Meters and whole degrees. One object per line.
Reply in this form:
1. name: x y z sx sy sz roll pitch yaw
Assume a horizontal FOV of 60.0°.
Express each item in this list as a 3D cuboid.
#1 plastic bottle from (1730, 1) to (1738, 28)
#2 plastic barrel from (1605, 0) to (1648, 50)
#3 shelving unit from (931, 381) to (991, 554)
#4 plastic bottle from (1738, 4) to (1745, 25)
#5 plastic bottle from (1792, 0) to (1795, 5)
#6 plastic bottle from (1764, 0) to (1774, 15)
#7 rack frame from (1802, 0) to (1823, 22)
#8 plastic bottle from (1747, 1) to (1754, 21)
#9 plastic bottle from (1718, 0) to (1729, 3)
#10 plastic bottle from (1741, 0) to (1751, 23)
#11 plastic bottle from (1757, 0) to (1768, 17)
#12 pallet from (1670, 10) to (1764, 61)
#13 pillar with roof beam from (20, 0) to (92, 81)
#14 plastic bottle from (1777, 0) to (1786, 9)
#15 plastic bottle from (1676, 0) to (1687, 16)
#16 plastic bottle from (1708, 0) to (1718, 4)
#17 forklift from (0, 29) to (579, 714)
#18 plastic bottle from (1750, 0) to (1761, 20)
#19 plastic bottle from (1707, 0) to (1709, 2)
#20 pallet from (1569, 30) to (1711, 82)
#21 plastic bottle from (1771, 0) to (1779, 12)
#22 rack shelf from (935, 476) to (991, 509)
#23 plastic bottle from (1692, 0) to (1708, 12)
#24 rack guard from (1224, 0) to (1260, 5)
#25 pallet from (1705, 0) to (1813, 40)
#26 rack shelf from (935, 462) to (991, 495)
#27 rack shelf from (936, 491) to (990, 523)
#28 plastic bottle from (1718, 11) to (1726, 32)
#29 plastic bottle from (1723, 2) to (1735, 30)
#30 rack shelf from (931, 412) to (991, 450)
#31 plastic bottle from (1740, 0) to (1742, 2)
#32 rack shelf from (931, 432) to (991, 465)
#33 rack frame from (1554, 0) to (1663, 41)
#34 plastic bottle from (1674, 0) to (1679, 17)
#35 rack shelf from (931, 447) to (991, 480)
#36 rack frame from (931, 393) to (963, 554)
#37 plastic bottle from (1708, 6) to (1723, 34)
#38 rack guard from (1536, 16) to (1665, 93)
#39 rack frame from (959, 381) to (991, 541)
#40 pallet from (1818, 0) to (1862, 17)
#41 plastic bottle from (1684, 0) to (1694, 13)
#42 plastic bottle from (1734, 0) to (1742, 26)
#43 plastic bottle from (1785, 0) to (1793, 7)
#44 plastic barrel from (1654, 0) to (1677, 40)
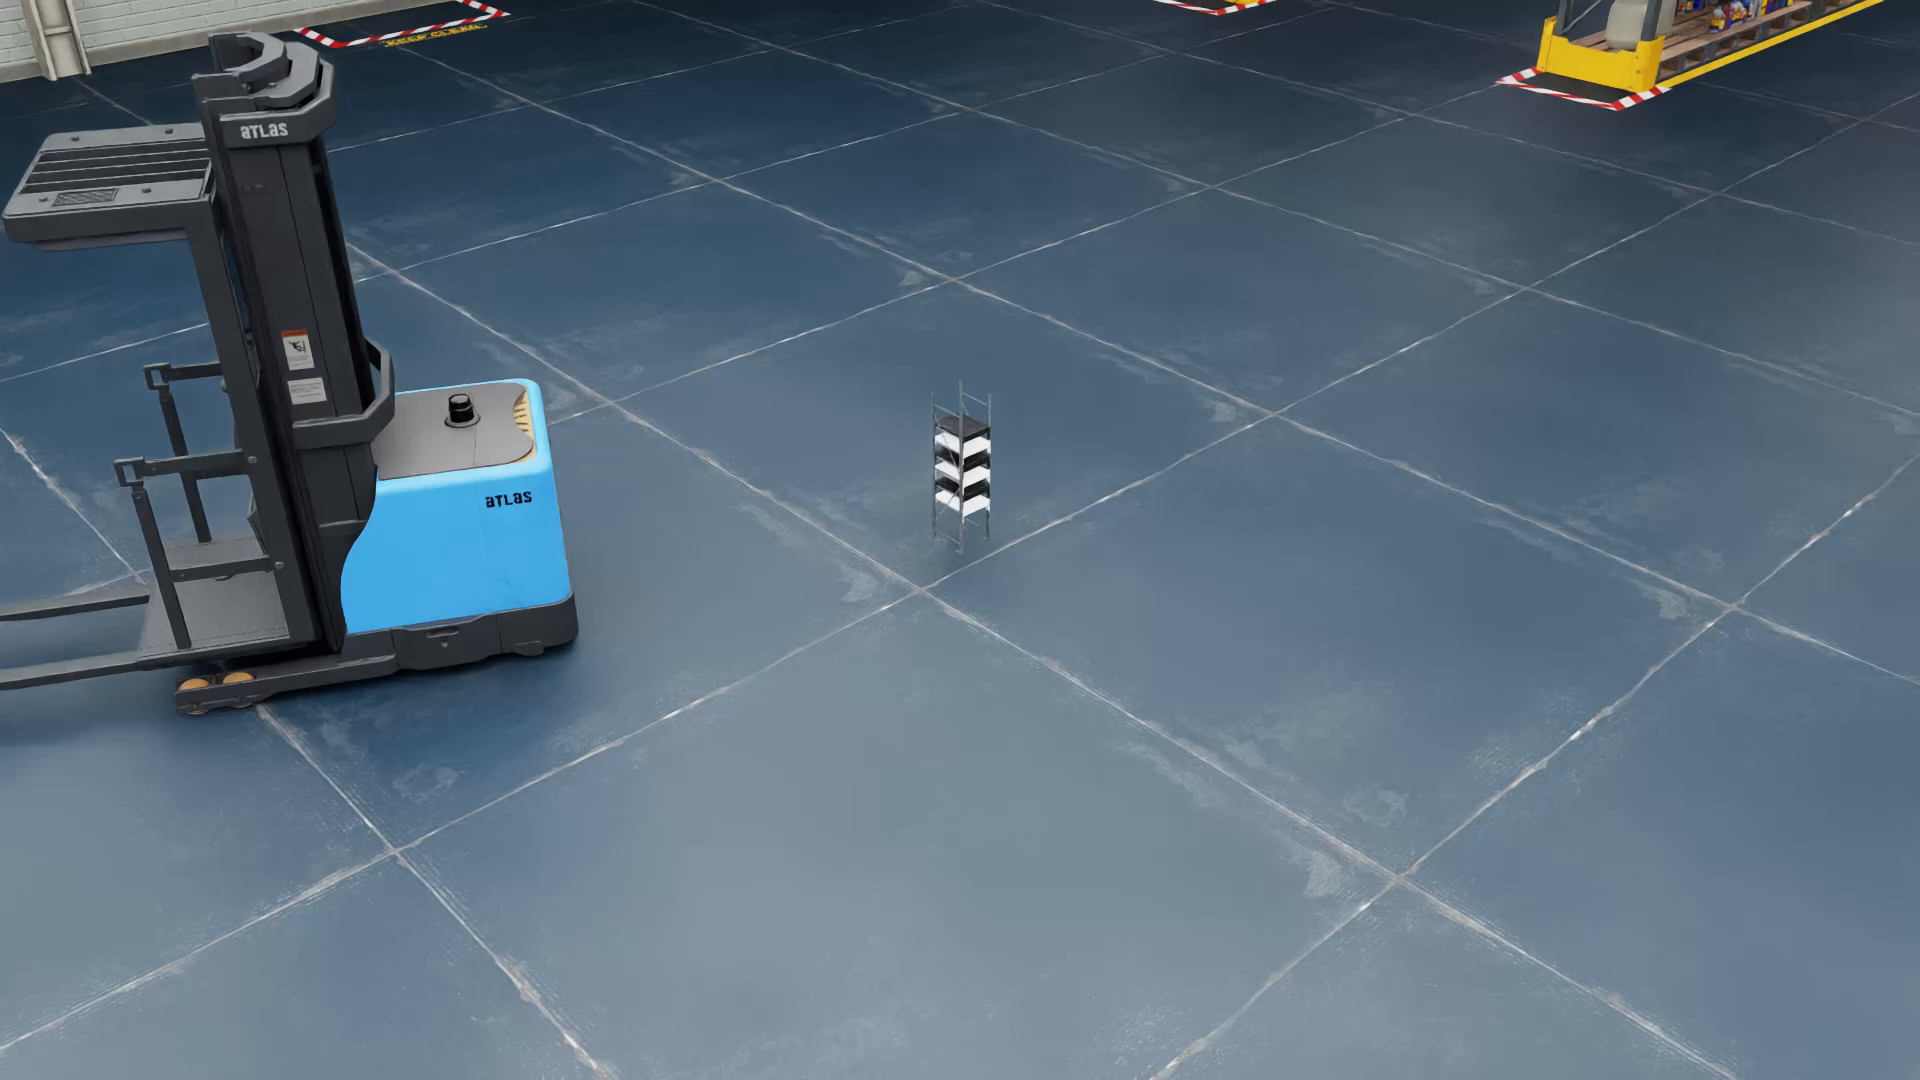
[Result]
1. plastic bottle: 8.235 -5.617 17.754 0.097 0.271 0.097 0 31 0
2. plastic barrel: 6.873 -5.328 17.070 0.421 0.512 0.421 0 31 0
3. shelving unit: 0.006 -0.387 9.020 0.210 0.900 0.258 -26 40 -35
4. plastic bottle: 8.381 -5.658 17.887 0.097 0.201 0.097 0 31 0
5. plastic bottle: 9.321 -6.112 18.631 0.097 0.201 0.097 0 31 0
6. plastic bottle: 8.867 -5.915 18.230 0.133 0.283 0.061 -23 38 -32
7. rack frame: 9.375 -7.366 18.421 0.127 3.000 1.000 -26 40 -35
8. plastic bottle: 8.532 -5.730 18.007 0.097 0.201 0.097 0 31 0
9. plastic bottle: 8.599 -6.241 18.699 0.185 0.351 0.144 -26 40 -35
10. plastic bottle: 8.457 -5.724 17.929 0.097 0.271 0.097 0 31 0
11. plastic bottle: 8.722 -5.903 18.145 0.185 0.351 0.144 -26 40 -36
12. pallet: 7.960 -5.520 18.074 1.213 0.211 1.003 -26 40 -35
13. pillar with roof beam: -6.241 -6.973 12.027 0.400 9.000 9.100 -26 40 -35
14. plastic bottle: 9.099 -6.085 18.444 0.185 0.351 0.144 -27 41 -37
15. plastic bottle: 7.895 -5.848 18.198 0.097 0.201 0.097 0 31 0
16. plastic bottle: 8.477 -6.165 18.650 0.097 0.271 0.097 0 31 0
17. forklift: -3.490 -0.730 7.633 3.031 2.935 1.130 -8 32 -14
18. plastic bottle: 8.600 -5.815 18.073 0.135 0.276 0.152 -25 39 -35
19. plastic bottle: 8.363 -6.229 18.680 0.144 0.351 0.185 27 41 37
20. pallet: 7.065 -5.089 17.370 1.213 0.211 1.003 -26 40 -35
21. plastic bottle: 8.958 -6.017 18.333 0.144 0.351 0.185 27 40 37
22. rack shelf: 0.006 -0.282 9.084 0.200 0.077 0.258 -26 40 -35
23. plastic bottle: 8.170 -5.999 18.374 0.135 0.276 0.152 -26 40 -35
24. rack guard: 3.060 -6.769 19.840 0.348 0.500 1.175 -26 40 -35
25. pallet: 8.855 -5.954 18.785 1.213 0.211 1.003 -26 40 -35
26. rack shelf: 0.006 -0.358 9.037 0.200 0.077 0.258 -26 40 -35
27. rack shelf: 0.006 -0.205 9.131 0.200 0.077 0.258 -26 40 -35
28. plastic bottle: 8.060 -5.502 17.633 0.097 0.201 0.097 0 31 0
29. plastic bottle: 8.162 -5.574 17.672 0.133 0.283 0.061 -25 39 -35
30. rack shelf: 0.006 -0.589 8.896 0.200 0.077 0.258 -26 40 -35
31. plastic bottle: 8.527 -5.858 18.137 0.133 0.283 0.061 -26 40 -35
32. rack shelf: 0.006 -0.512 8.943 0.200 0.077 0.258 -26 40 -35
33. rack frame: 6.442 -5.948 16.101 0.127 3.000 1.000 -26 40 -35
34. plastic bottle: 7.767 -5.834 18.097 0.133 0.283 0.061 -26 40 -35
35. rack shelf: 0.006 -0.435 8.990 0.200 0.077 0.258 -26 40 -35
36. rack frame: -0.069 -0.351 8.961 0.006 0.900 0.240 -26 40 -35
37. plastic bottle: 7.984 -5.495 17.555 0.097 0.271 0.097 0 31 0
38. rack guard: 6.466 -4.926 16.827 0.348 0.500 1.175 -26 40 -35
39. rack frame: 0.081 -0.423 9.079 0.006 0.900 0.240 -26 40 -35
40. pallet: 9.925 -6.470 19.629 1.213 0.211 1.003 -26 40 -35
41. plastic bottle: 8.029 -5.918 18.314 0.097 0.201 0.097 0 31 0
42. plastic bottle: 8.308 -5.652 17.812 0.097 0.271 0.097 0 31 0
43. plastic bottle: 9.247 -6.098 18.530 0.133 0.283 0.061 -24 39 -33
44. plastic barrel: 7.241 -5.506 17.361 0.421 0.512 0.421 0 31 0
